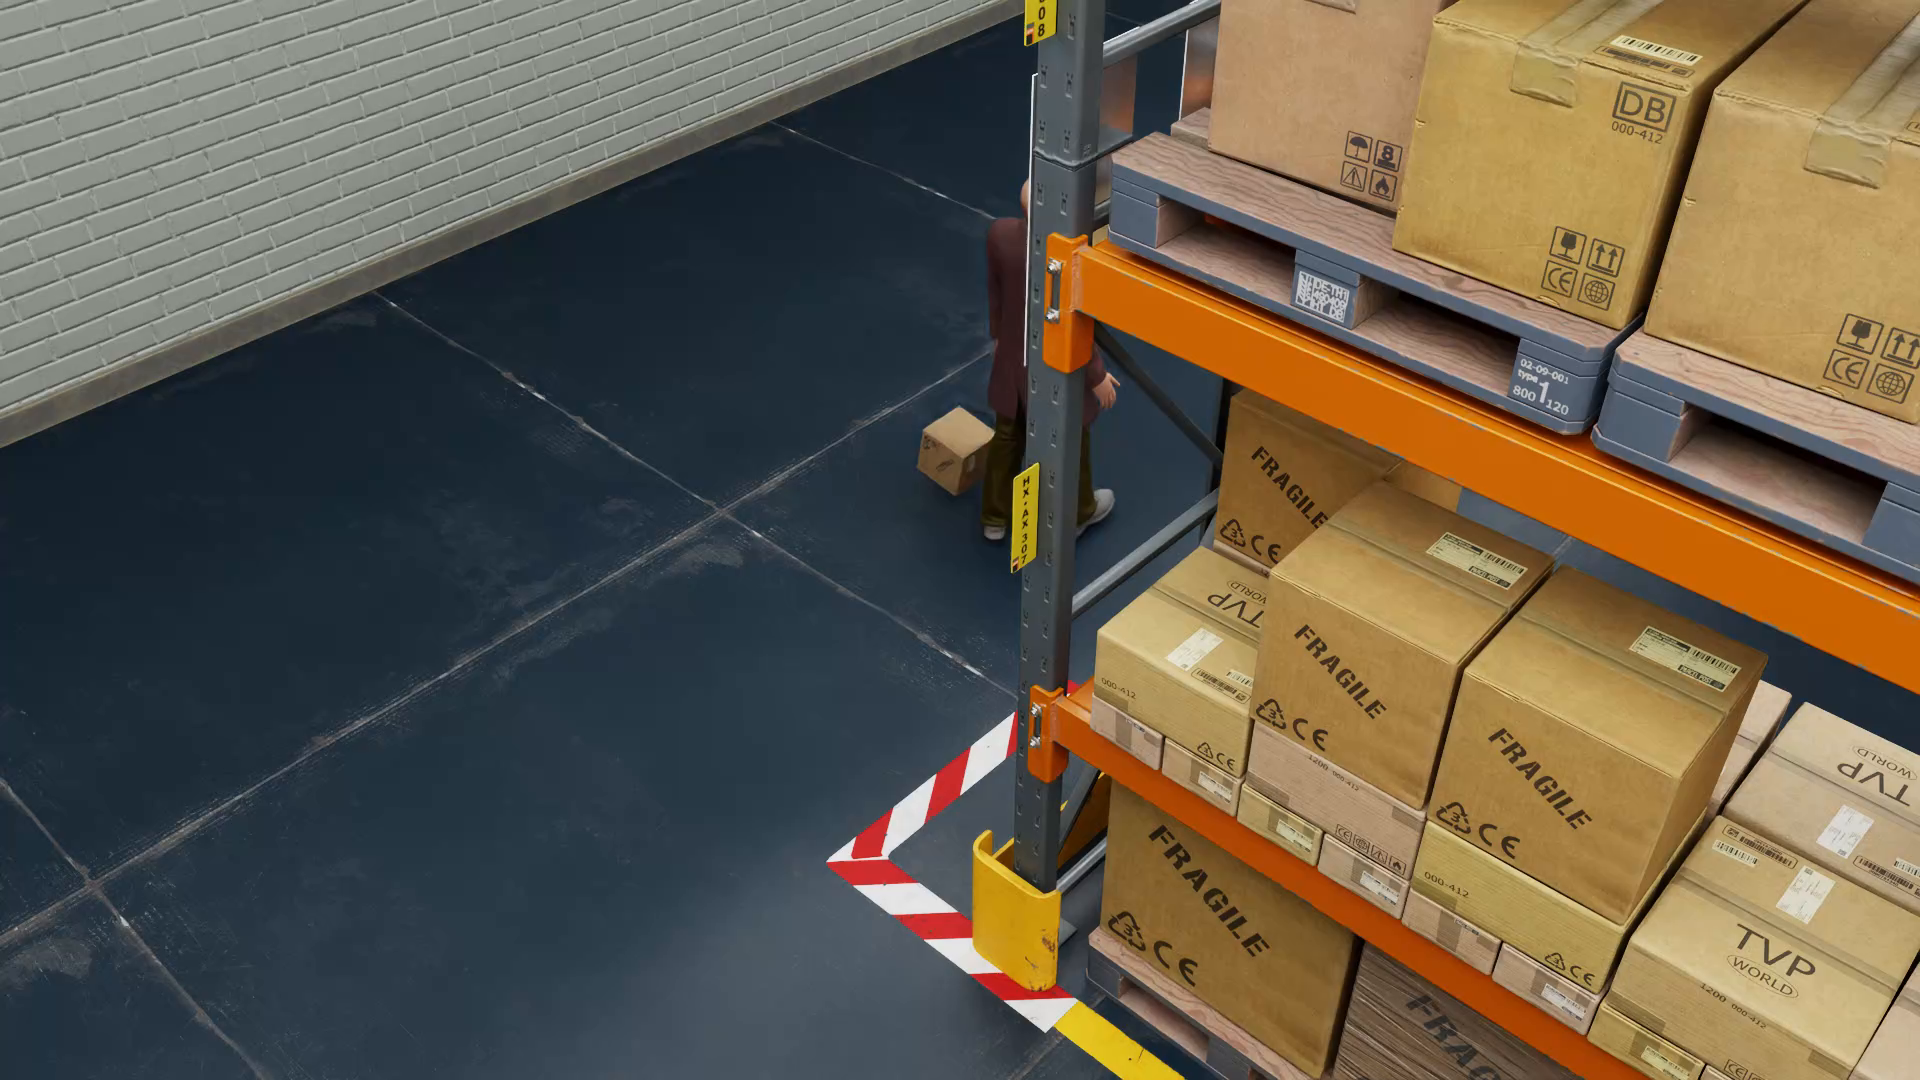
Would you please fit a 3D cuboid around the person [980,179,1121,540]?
[{"bbox_3d":[0.405,-0.776,7.088,0.618,1.781,0.654,-30,47,-32],"label":"person"}]
